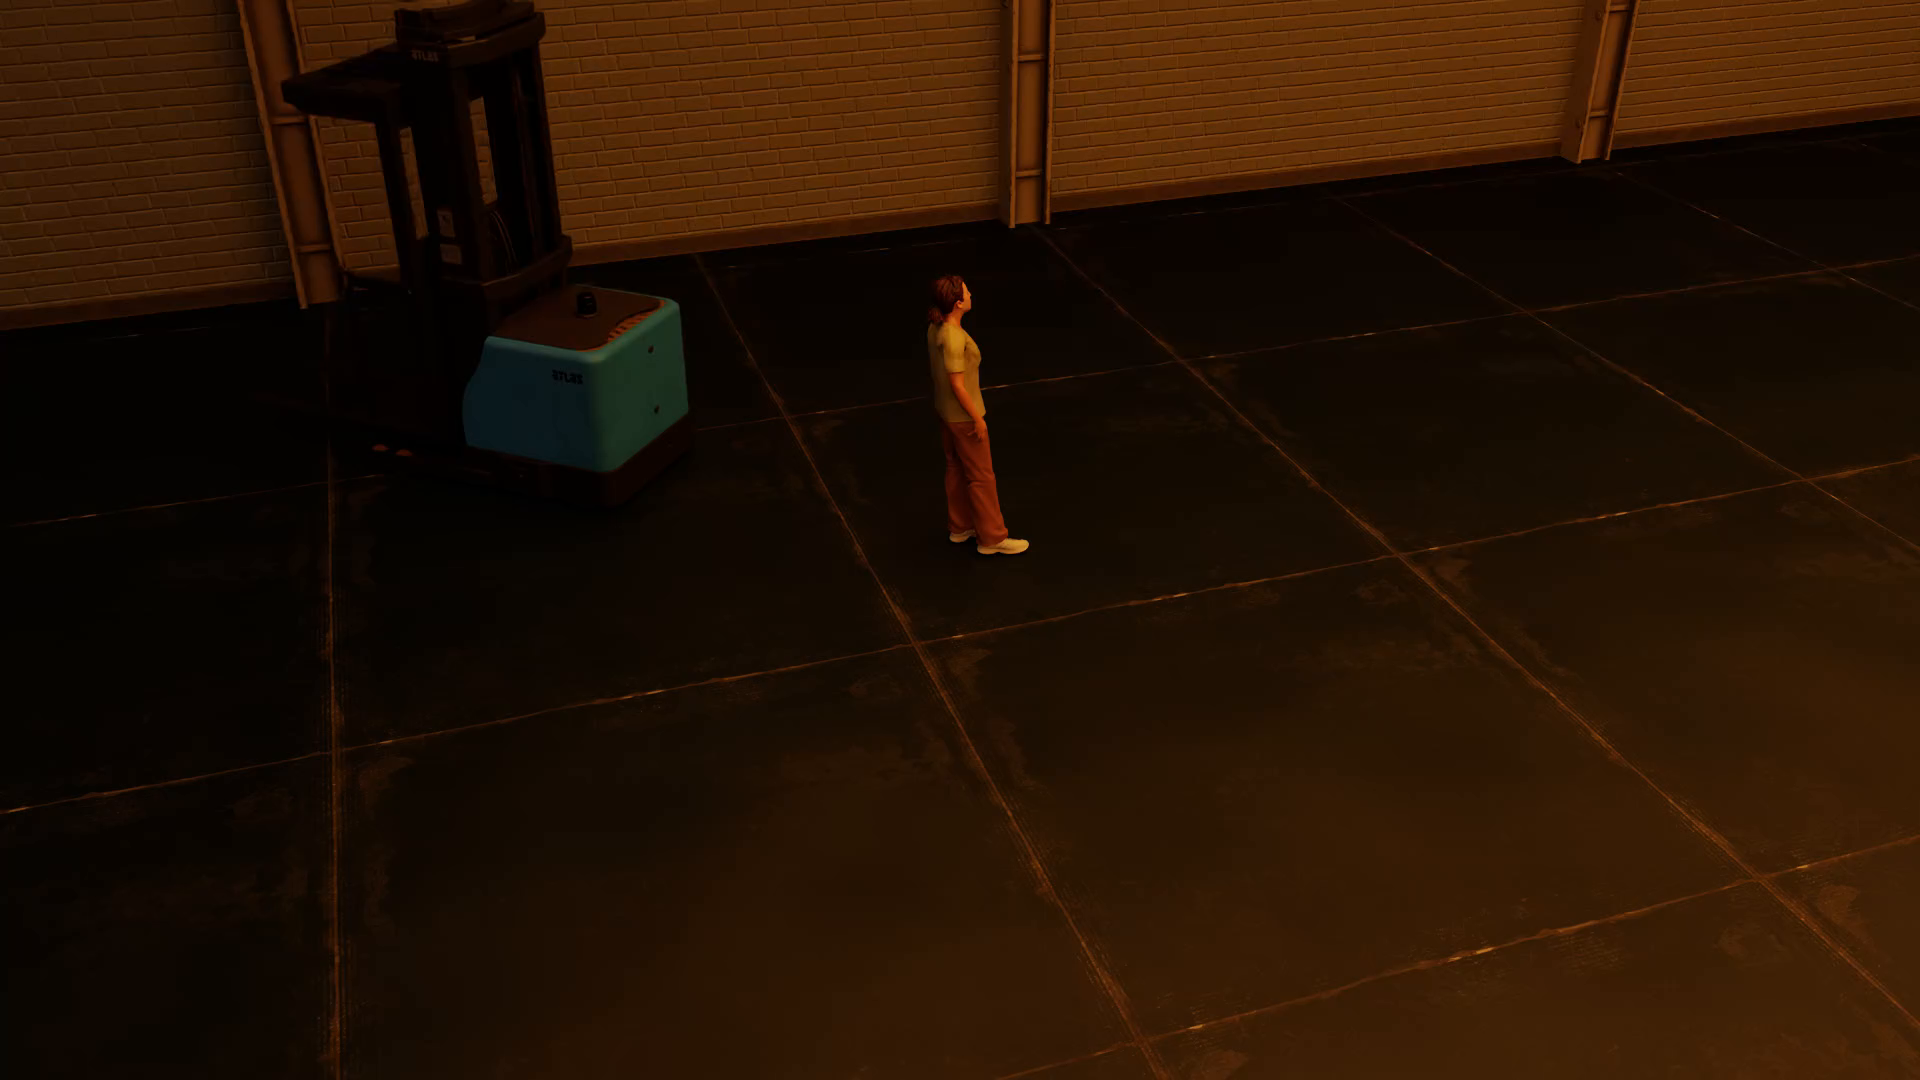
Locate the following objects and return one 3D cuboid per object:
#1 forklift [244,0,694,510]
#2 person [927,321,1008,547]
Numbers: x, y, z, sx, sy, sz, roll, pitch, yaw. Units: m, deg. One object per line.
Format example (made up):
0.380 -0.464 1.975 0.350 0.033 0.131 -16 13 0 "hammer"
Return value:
-3.326 -1.917 10.419 3.031 2.935 1.130 11 32 19 "forklift"
0.029 -0.655 9.652 0.396 1.363 0.520 -10 31 -16 "person"
